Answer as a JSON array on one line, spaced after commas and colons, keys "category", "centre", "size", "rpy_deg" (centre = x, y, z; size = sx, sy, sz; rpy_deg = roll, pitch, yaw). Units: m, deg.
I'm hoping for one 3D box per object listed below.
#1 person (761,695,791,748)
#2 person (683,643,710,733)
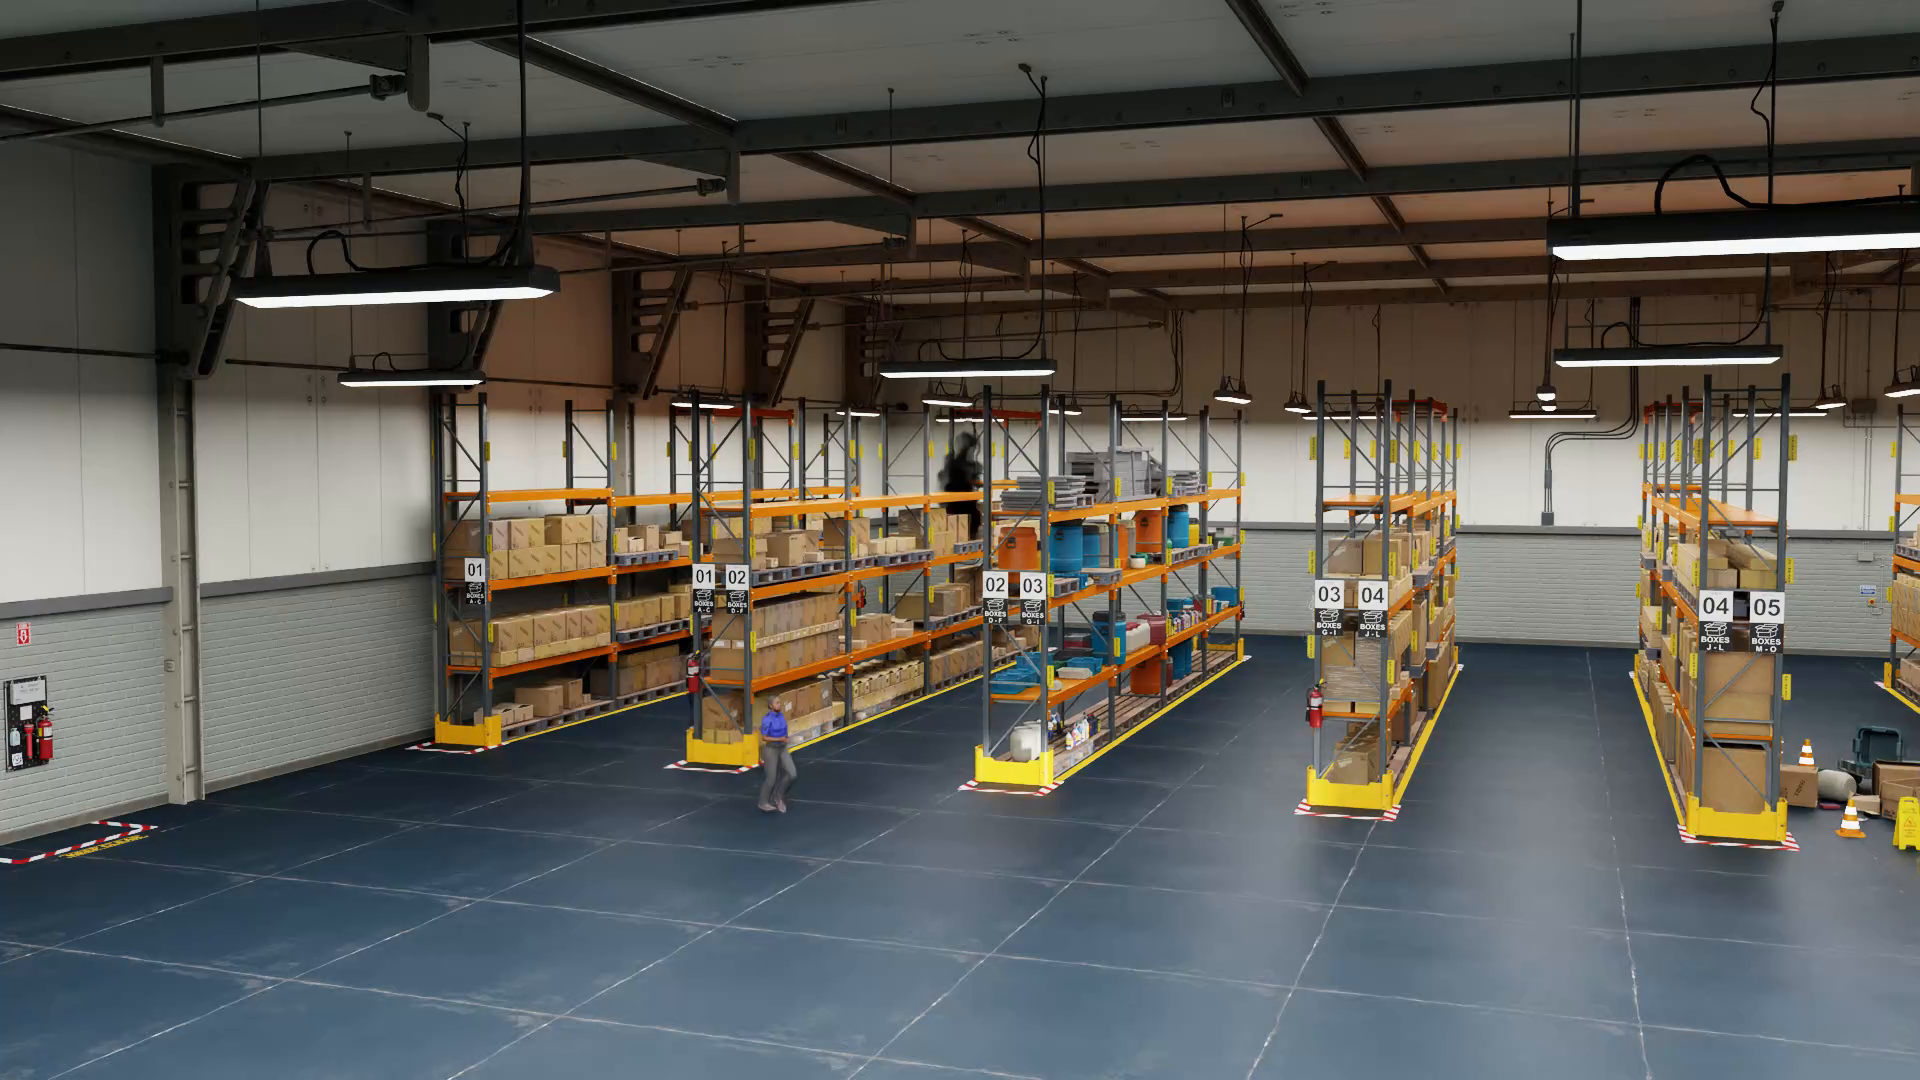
[{"category": "person", "centre": [-2.482, 2.553, 22.926], "size": [0.610, 0.826, 0.542], "rpy_deg": [3, 4, 40]}, {"category": "person", "centre": [-4.712, 2.625, 29.652], "size": [0.508, 1.534, 0.849], "rpy_deg": [1, 3, 15]}]
